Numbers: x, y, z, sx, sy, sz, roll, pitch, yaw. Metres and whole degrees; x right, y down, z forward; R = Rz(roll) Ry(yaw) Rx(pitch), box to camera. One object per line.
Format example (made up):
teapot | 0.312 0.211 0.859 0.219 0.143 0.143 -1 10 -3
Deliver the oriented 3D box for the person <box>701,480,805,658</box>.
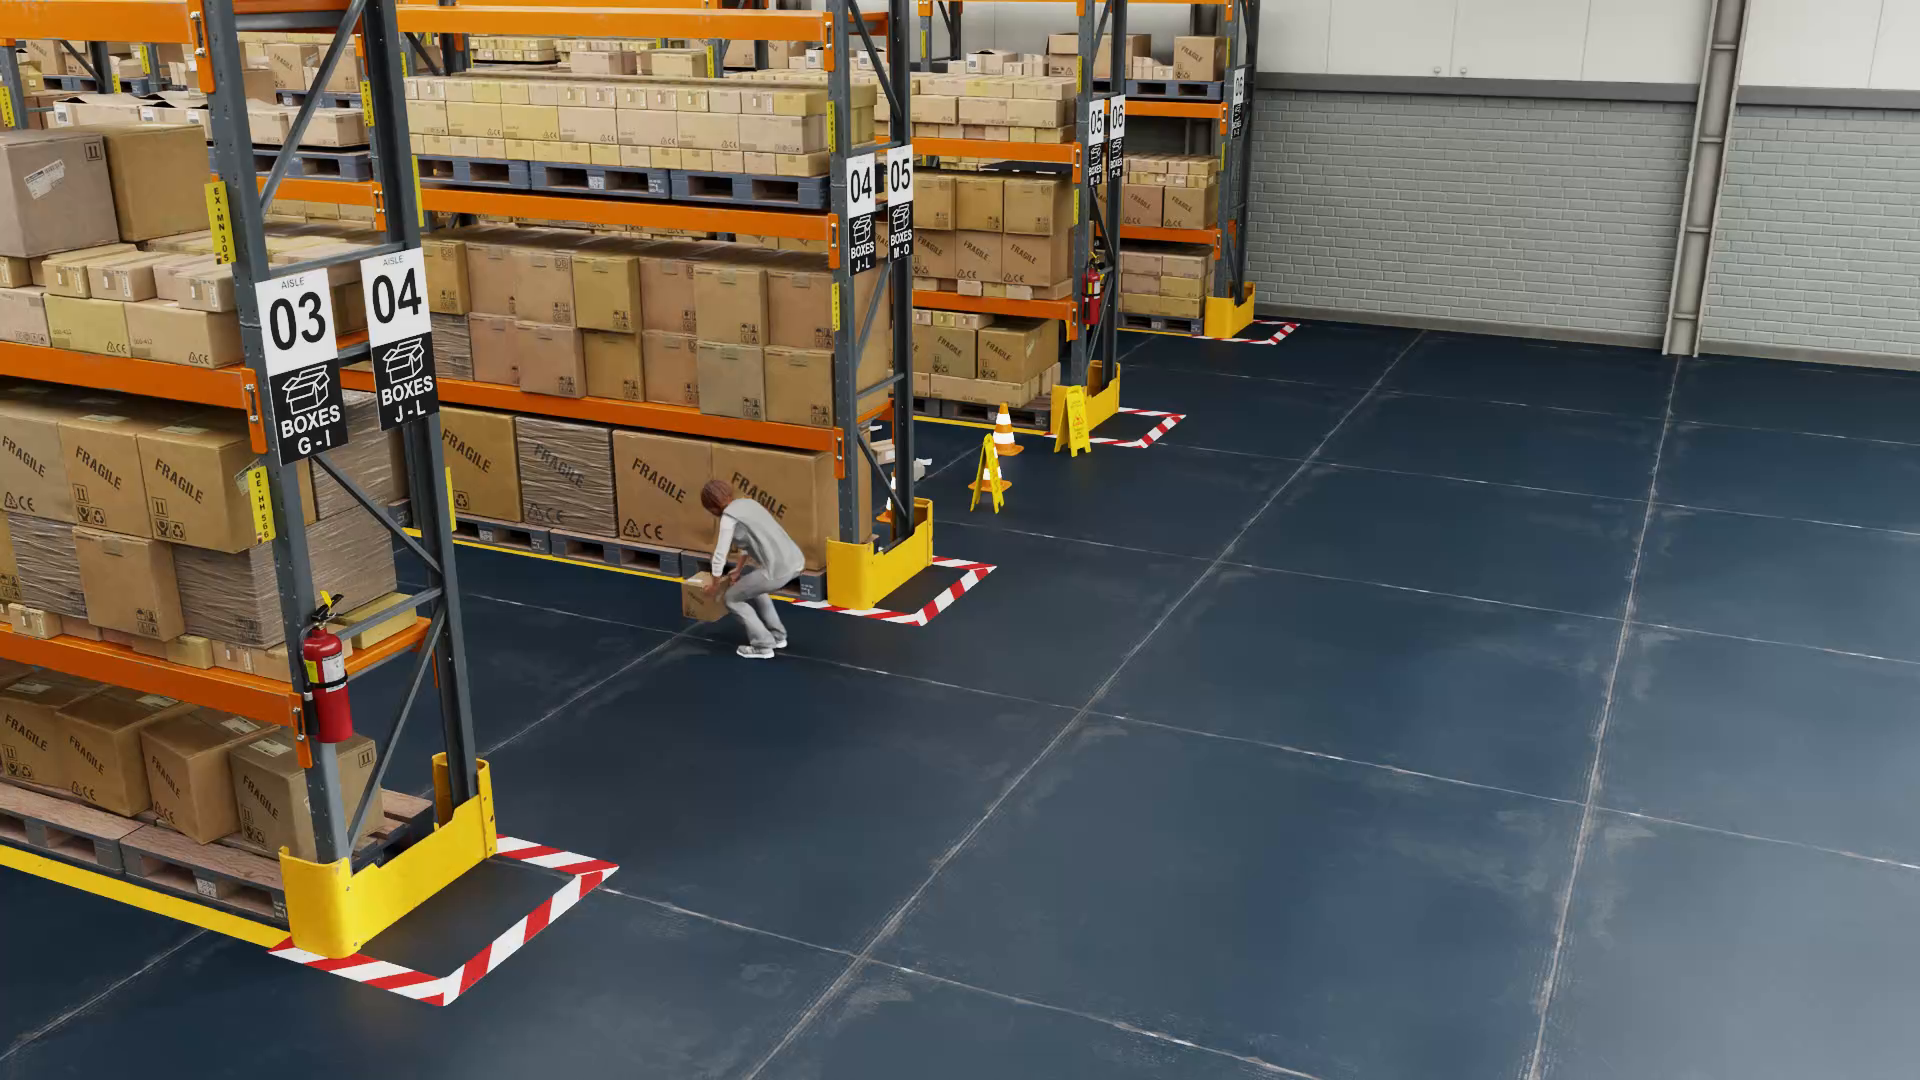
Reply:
person | -1.395 0.201 11.131 0.710 1.190 0.462 9 21 23
